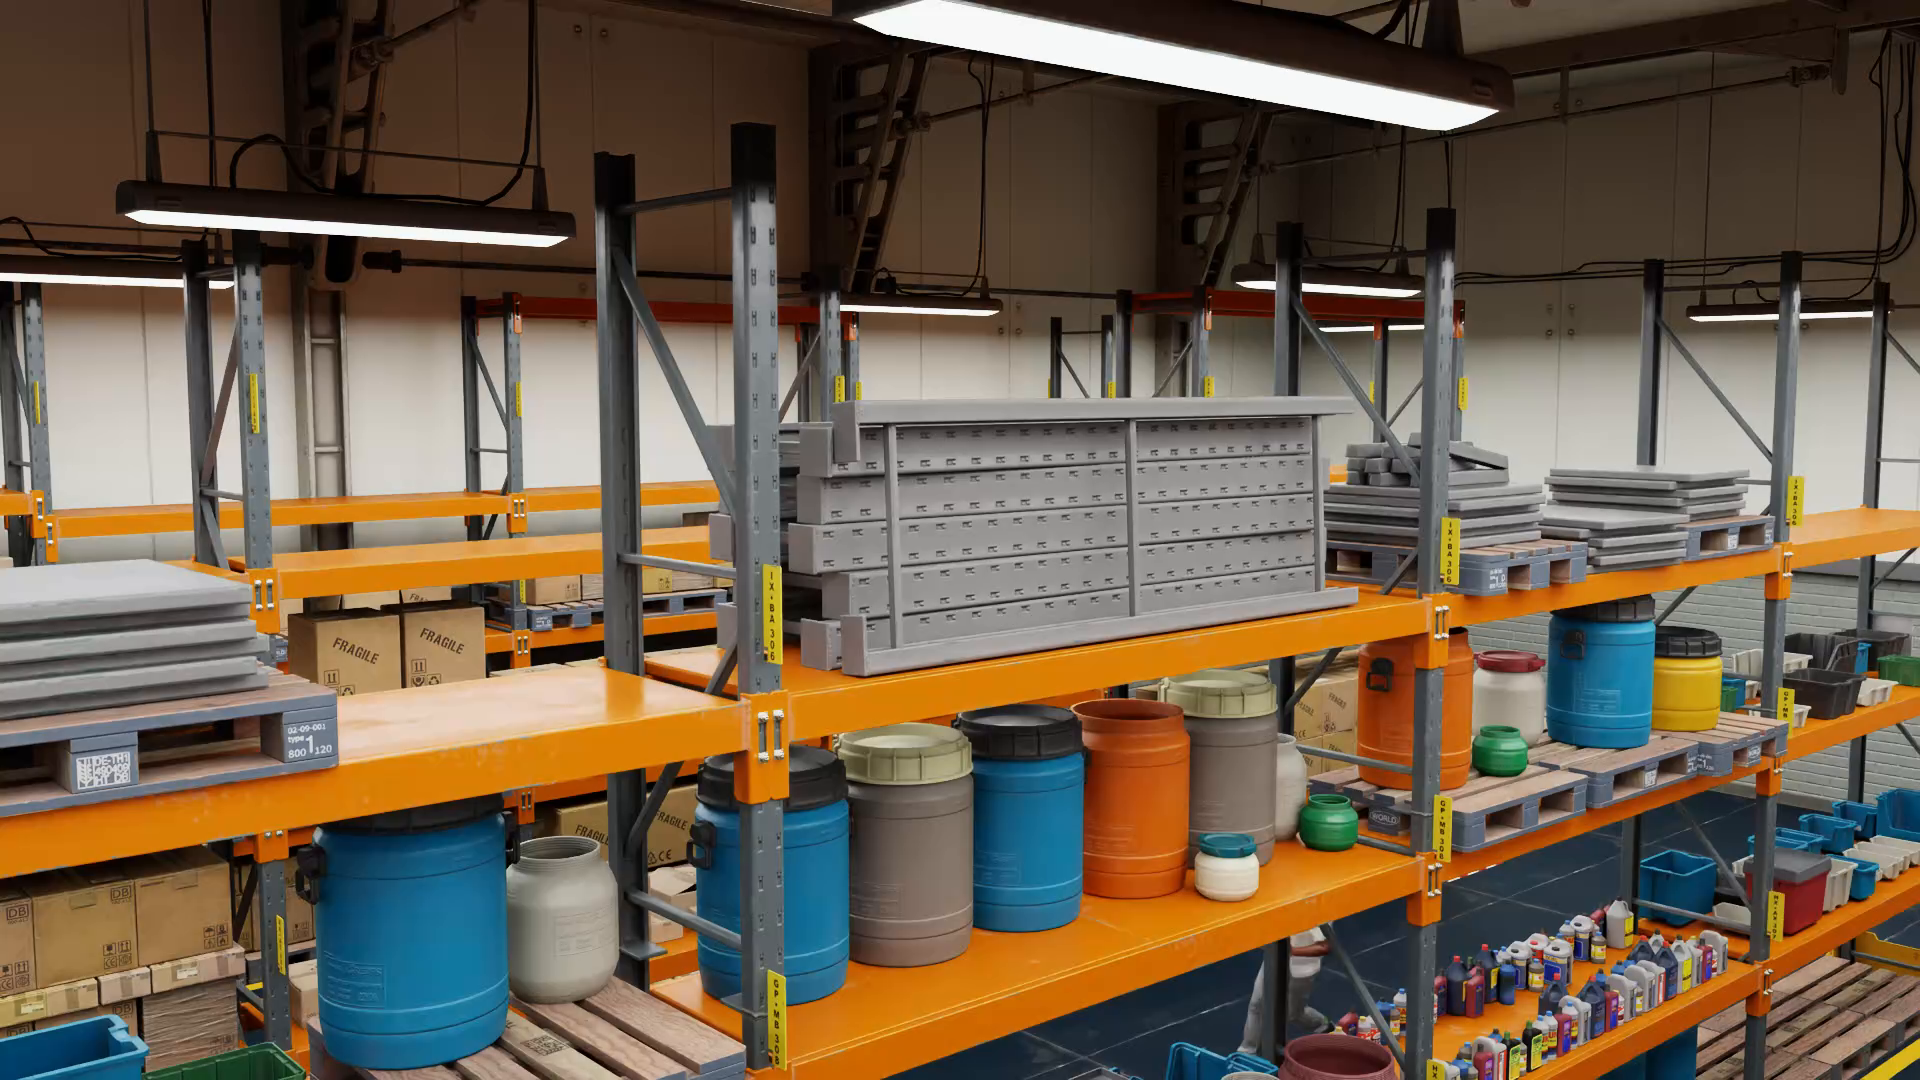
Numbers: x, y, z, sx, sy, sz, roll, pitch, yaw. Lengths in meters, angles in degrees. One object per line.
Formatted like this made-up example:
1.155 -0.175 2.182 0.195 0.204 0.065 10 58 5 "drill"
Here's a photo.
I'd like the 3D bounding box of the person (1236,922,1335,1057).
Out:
2.486 3.127 12.284 0.953 1.717 0.744 -3 6 -27 "person"
